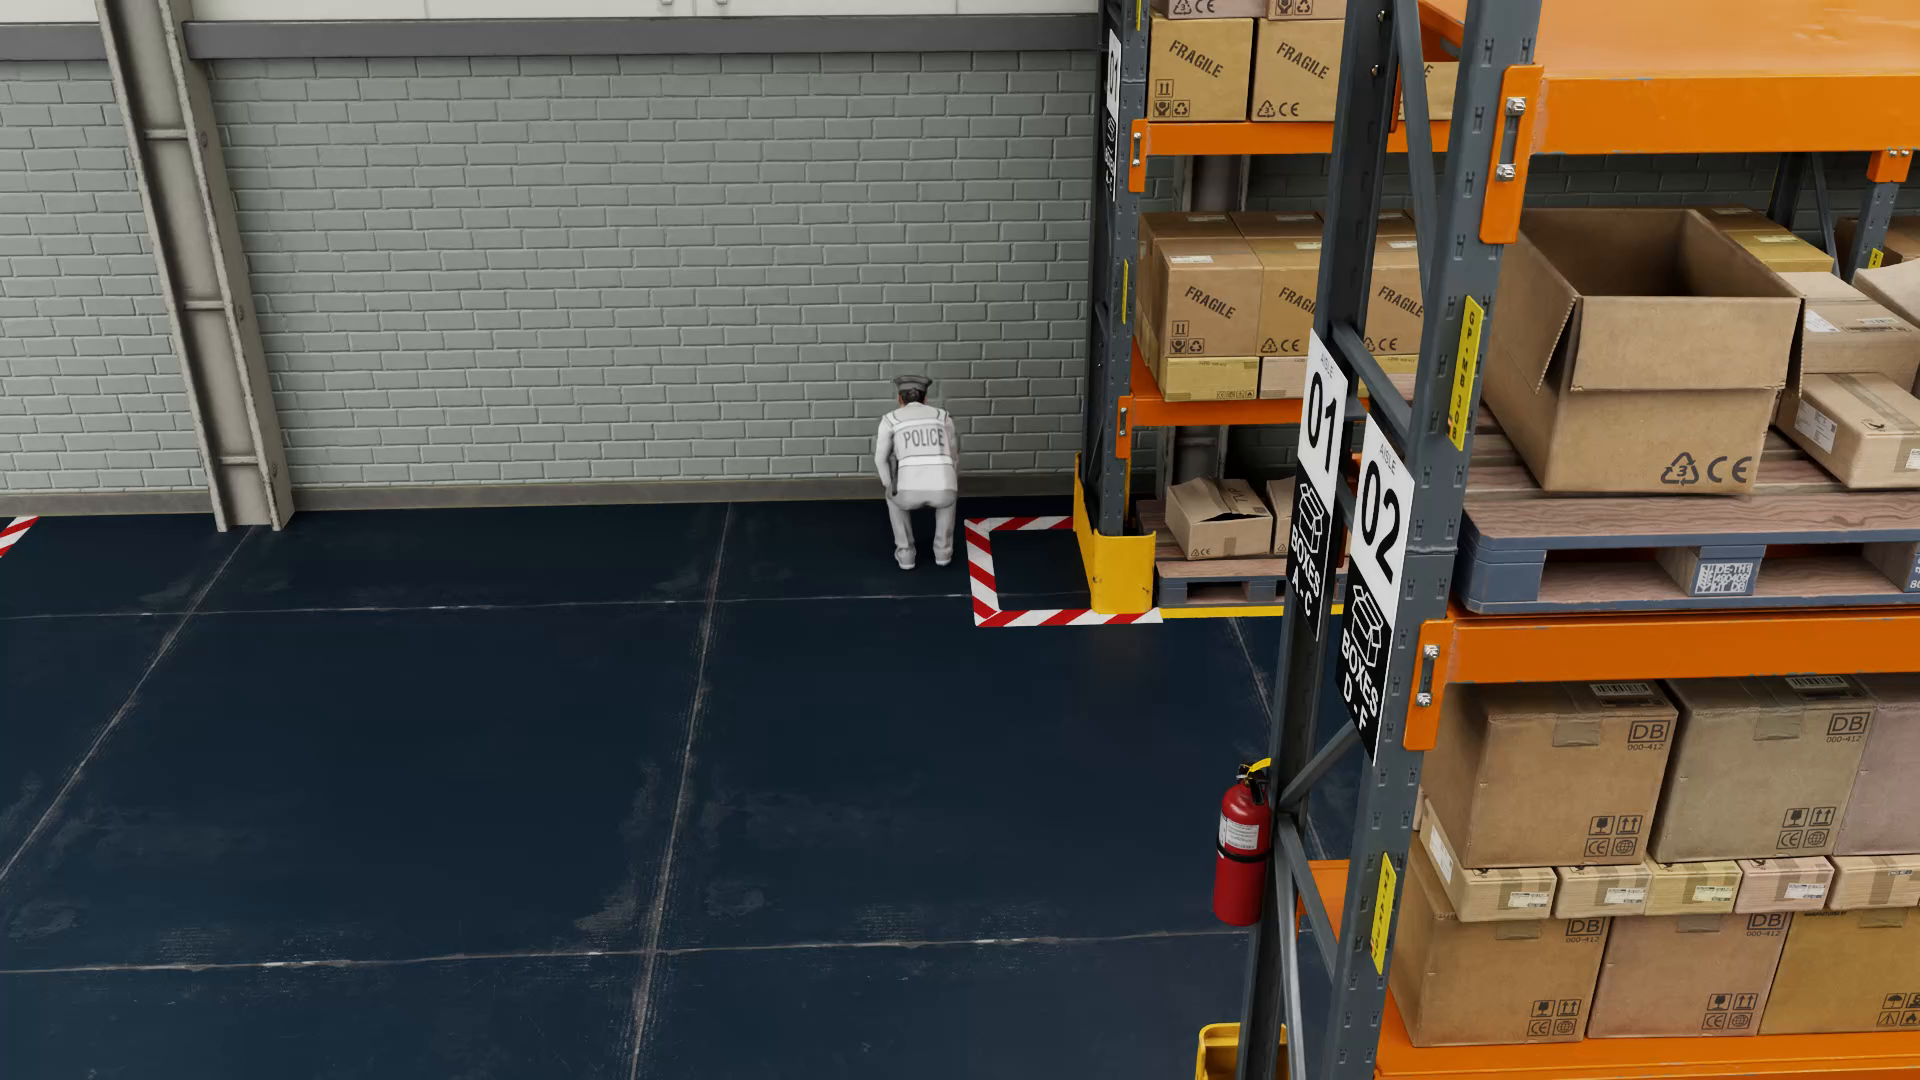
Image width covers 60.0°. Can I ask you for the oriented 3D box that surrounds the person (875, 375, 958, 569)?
[{"bbox_3d":[-0.256,-0.403,10.006,0.508,1.094,0.806,-1,28,-3],"label":"person"}]
